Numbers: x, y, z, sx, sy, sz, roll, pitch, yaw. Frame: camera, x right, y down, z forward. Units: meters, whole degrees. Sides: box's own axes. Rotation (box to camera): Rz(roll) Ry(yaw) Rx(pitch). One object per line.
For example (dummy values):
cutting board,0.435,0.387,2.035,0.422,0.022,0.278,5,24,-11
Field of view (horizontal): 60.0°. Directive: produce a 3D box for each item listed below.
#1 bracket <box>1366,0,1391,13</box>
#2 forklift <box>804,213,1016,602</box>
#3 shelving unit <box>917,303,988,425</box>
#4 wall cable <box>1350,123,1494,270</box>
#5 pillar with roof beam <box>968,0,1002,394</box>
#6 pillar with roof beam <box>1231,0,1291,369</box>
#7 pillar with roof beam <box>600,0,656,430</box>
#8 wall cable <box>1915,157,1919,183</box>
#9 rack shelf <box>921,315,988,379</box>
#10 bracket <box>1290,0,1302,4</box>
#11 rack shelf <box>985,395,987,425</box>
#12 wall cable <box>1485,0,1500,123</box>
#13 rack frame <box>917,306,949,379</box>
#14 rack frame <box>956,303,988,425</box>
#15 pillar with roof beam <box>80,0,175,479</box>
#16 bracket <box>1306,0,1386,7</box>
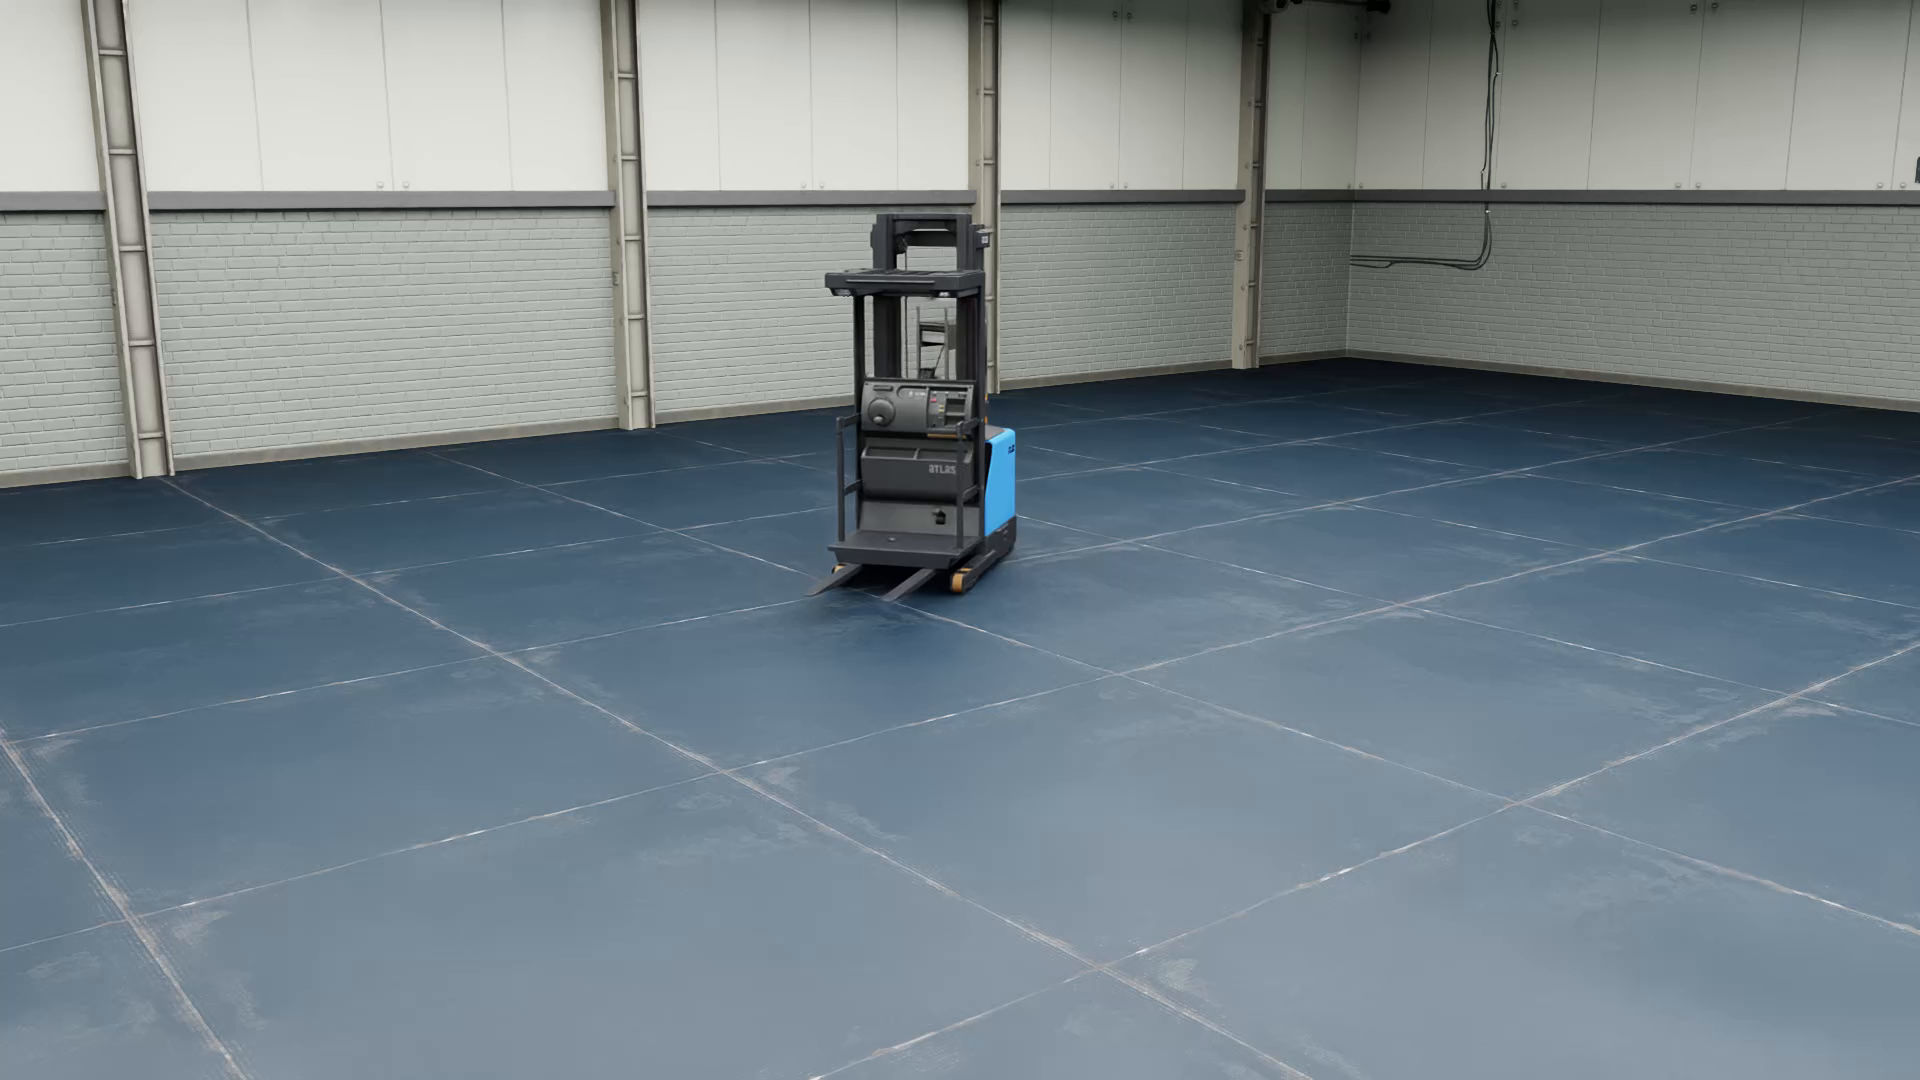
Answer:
bracket,7.453,-9.525,29.657,0.430,0.232,0.235,-9,15,-38
forklift,-0.401,-1.098,13.244,1.130,2.935,3.031,3,12,16
shelving unit,-0.068,-1.073,15.128,0.503,2.100,0.431,-11,16,-43
wall cable,8.183,-6.110,29.713,0.112,2.526,3.097,-9,15,-38
pillar with roof beam,3.061,-5.984,21.645,0.400,9.000,9.100,-9,15,-38
pillar with roof beam,7.746,-6.763,25.312,0.548,9.000,9.100,-9,15,-38
pillar with roof beam,-1.624,-5.206,17.979,0.400,9.000,9.100,-9,15,-38
wall cable,14.102,-7.750,21.776,0.169,6.003,2.305,-9,15,-38
rack shelf,-0.068,-1.745,14.986,0.480,0.518,0.431,-11,16,-43
bracket,5.603,-9.218,28.209,0.430,0.232,0.235,-9,15,-38
rack shelf,-0.068,-1.060,15.131,0.480,0.518,0.431,-11,16,-43
wall cable,9.873,-8.141,27.122,0.112,2.526,3.097,-9,15,-38
rack frame,-0.244,-1.038,14.963,0.015,2.100,0.400,-11,16,-43
rack frame,0.108,-1.109,15.294,0.015,2.100,0.400,-11,16,-43
pillar with roof beam,-6.309,-4.427,14.312,0.400,9.000,9.100,-9,15,-38
bracket,6.992,-9.449,29.296,3.189,0.066,0.076,-9,15,-38
